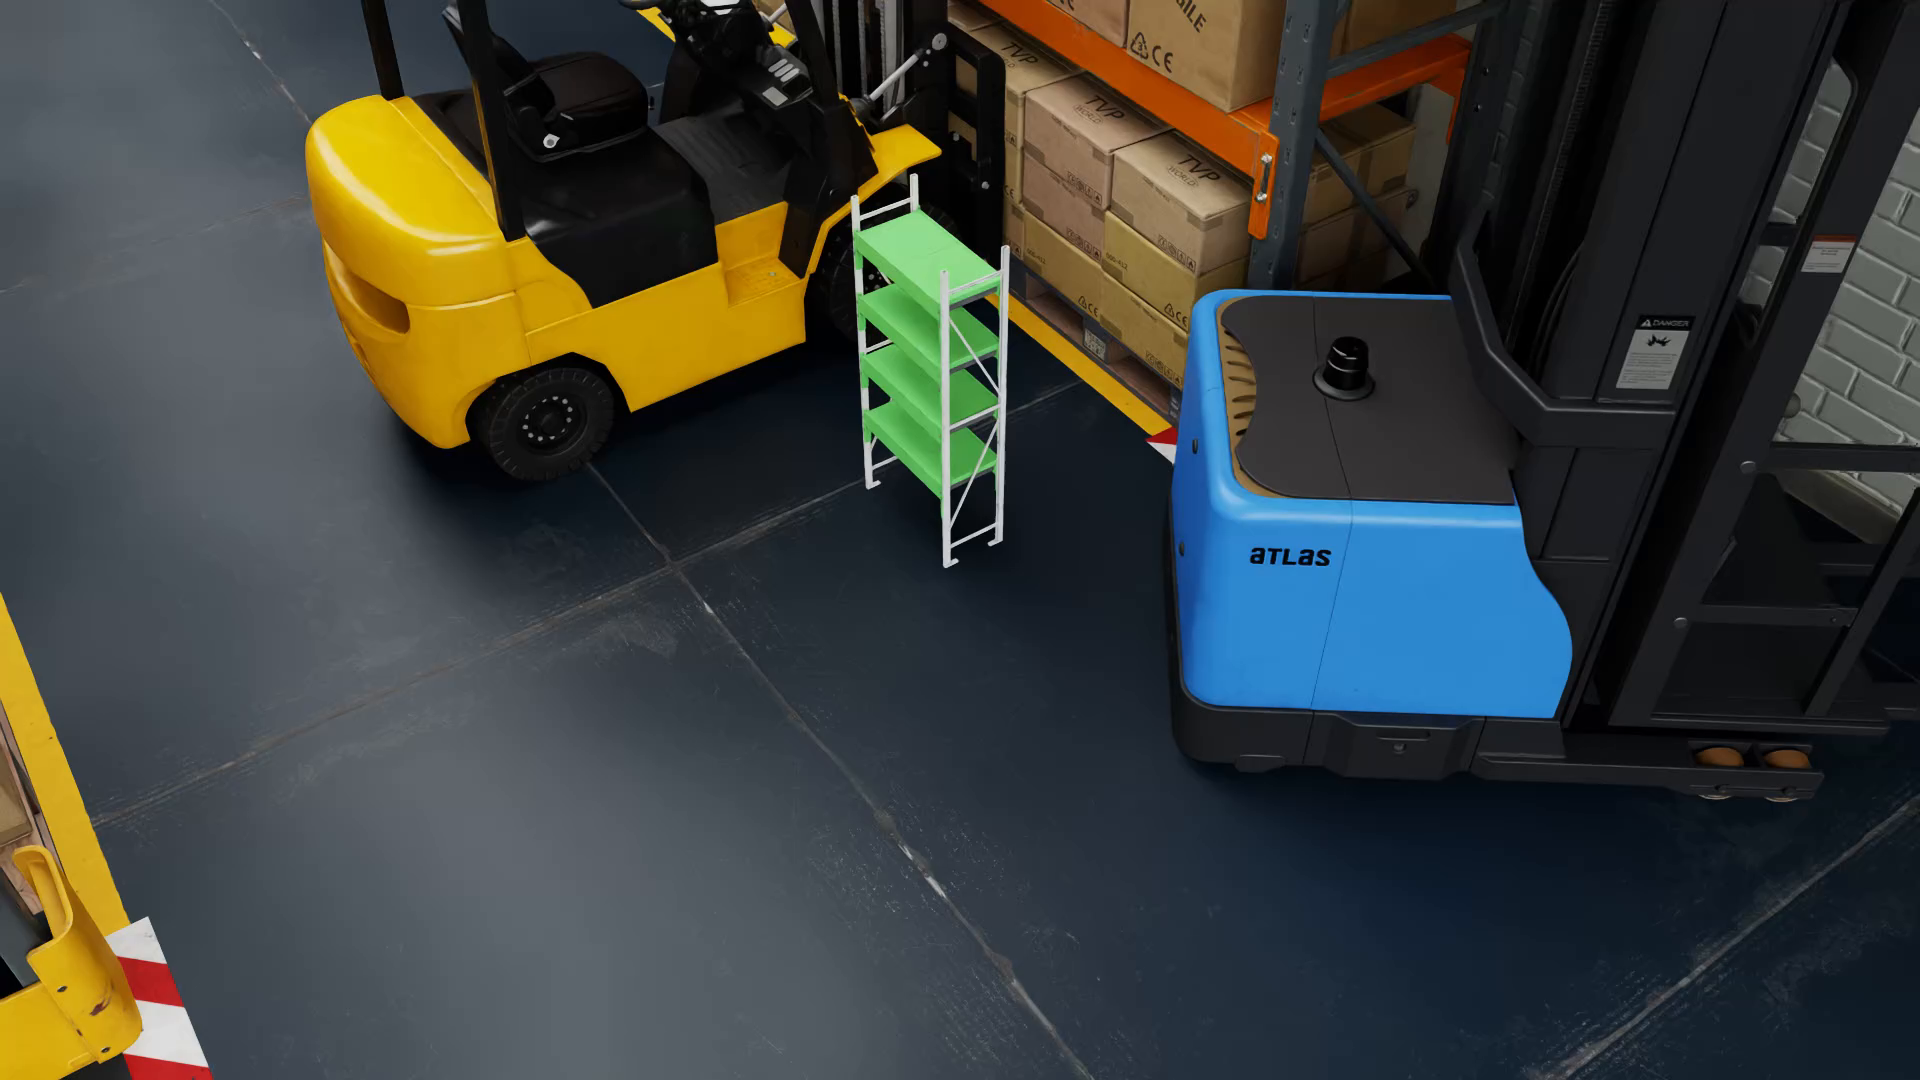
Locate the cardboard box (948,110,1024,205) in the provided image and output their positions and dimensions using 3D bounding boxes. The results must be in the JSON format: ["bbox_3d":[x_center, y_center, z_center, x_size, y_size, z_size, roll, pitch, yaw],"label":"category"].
[{"bbox_3d":[0.274,-1.622,6.602,0.500,0.250,0.500,-27,50,-25],"label":"cardboard box"}]

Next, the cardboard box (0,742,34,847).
[{"bbox_3d":[-2.905,0.680,4.552,0.500,0.250,0.500,-26,49,-25],"label":"cardboard box"}]

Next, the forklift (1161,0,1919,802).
[{"bbox_3d":[2.177,-0.662,4.321,3.031,2.935,1.130,2,44,2],"label":"forklift"}]

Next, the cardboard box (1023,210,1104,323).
[{"bbox_3d":[0.594,-1.143,6.462,0.500,0.250,0.500,-26,49,-24],"label":"cardboard box"}]

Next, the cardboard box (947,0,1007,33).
[{"bbox_3d":[0.002,-2.075,6.714,0.500,0.250,0.500,-27,50,-25],"label":"cardboard box"}]

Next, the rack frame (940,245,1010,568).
[{"bbox_3d":[0.045,-0.390,5.289,0.240,1.200,0.015,-26,49,-24],"label":"rack frame"}]

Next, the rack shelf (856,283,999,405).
[{"bbox_3d":[-0.095,-0.655,5.312,0.258,0.148,0.480,-26,49,-24],"label":"rack shelf"}]

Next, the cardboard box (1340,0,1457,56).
[{"bbox_3d":[1.343,-1.986,5.585,0.500,0.500,0.500,-24,49,-23],"label":"cardboard box"}]

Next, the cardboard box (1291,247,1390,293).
[{"bbox_3d":[1.279,-1.072,6.388,0.500,0.250,0.500,-26,49,-24],"label":"cardboard box"}]

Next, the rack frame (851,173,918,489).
[{"bbox_3d":[-0.234,-0.666,5.579,0.240,1.200,0.015,-26,49,-24],"label":"rack frame"}]

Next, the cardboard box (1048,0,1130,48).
[{"bbox_3d":[0.613,-2.068,5.671,0.500,0.500,0.500,-24,49,-23],"label":"cardboard box"}]

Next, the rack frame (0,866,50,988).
[{"bbox_3d":[-2.670,0.404,3.155,1.000,3.000,0.127,-26,49,-24],"label":"rack frame"}]

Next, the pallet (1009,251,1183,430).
[{"bbox_3d":[0.927,-0.967,6.610,1.003,0.211,1.213,-26,49,-24],"label":"pallet"}]

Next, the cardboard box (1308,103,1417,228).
[{"bbox_3d":[1.279,-1.425,6.034,0.500,0.250,0.500,-26,50,-25],"label":"cardboard box"}]

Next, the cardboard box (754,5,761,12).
[{"bbox_3d":[-0.884,-2.577,7.965,0.500,0.250,0.500,-25,49,-24],"label":"cardboard box"}]

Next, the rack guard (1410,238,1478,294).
[{"bbox_3d":[1.413,-0.641,6.060,1.175,0.500,0.348,-26,49,-24],"label":"rack guard"}]

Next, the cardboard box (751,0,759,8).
[{"bbox_3d":[-0.866,-2.767,7.801,0.500,0.250,0.500,-26,49,-25],"label":"cardboard box"}]

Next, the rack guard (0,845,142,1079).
[{"bbox_3d":[-2.713,1.265,4.063,1.175,0.500,0.348,-26,49,-24],"label":"rack guard"}]

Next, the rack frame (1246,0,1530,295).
[{"bbox_3d":[1.399,-1.559,5.211,1.000,3.000,0.127,-26,49,-24],"label":"rack frame"}]

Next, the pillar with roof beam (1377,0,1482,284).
[{"bbox_3d":[-1.791,-2.779,2.144,9.100,9.000,0.400,-26,49,-24],"label":"pillar with roof beam"}]

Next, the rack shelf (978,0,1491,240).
[{"bbox_3d":[0.255,-2.432,6.646,1.077,0.370,4.000,-26,49,-24],"label":"rack shelf"}]

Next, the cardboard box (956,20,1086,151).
[{"bbox_3d":[0.286,-1.785,6.410,0.500,0.250,0.500,-25,49,-24],"label":"cardboard box"}]

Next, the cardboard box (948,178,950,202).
[{"bbox_3d":[0.000,-1.715,7.062,0.500,0.250,0.500,-24,49,-23],"label":"cardboard box"}]

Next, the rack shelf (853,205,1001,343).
[{"bbox_3d":[-0.095,-0.829,5.147,0.258,0.148,0.480,-26,49,-24],"label":"rack shelf"}]

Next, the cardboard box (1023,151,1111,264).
[{"bbox_3d":[0.586,-1.338,6.304,0.500,0.250,0.500,-26,50,-25],"label":"cardboard box"}]

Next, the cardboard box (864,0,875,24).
[{"bbox_3d":[-0.292,-2.375,7.028,0.500,0.250,0.500,-24,49,-23],"label":"cardboard box"}]

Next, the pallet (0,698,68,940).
[{"bbox_3d":[-3.149,0.895,4.659,1.003,0.211,1.213,-26,49,-24],"label":"pallet"}]

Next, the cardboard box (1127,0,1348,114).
[{"bbox_3d":[0.902,-1.770,5.360,0.500,0.500,0.500,-27,50,-25],"label":"cardboard box"}]

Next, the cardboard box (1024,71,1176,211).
[{"bbox_3d":[0.583,-1.503,6.115,0.500,0.250,0.500,-25,49,-24],"label":"cardboard box"}]

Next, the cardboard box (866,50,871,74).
[{"bbox_3d":[-0.298,-2.193,7.200,0.500,0.250,0.500,-26,50,-25],"label":"cardboard box"}]

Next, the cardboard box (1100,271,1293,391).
[{"bbox_3d":[0.871,-0.858,6.163,0.500,0.250,0.500,-25,49,-24],"label":"cardboard box"}]

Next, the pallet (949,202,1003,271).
[{"bbox_3d":[0.233,-1.658,7.333,1.003,0.211,1.213,-26,49,-24],"label":"pallet"}]

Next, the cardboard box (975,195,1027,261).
[{"bbox_3d":[0.316,-1.430,6.763,0.500,0.250,0.500,-25,49,-24],"label":"cardboard box"}]

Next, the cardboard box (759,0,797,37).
[{"bbox_3d":[-0.576,-2.482,7.503,0.500,0.250,0.500,-26,49,-25],"label":"cardboard box"}]

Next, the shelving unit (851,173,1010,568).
[{"bbox_3d":[-0.095,-0.528,5.434,0.258,1.200,0.503,-26,49,-24],"label":"shelving unit"}]

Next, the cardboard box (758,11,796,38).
[{"bbox_3d":[-0.581,-2.296,7.670,0.500,0.250,0.500,-27,50,-25],"label":"cardboard box"}]

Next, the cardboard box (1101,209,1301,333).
[{"bbox_3d":[0.864,-1.050,6.002,0.500,0.250,0.500,-26,50,-25],"label":"cardboard box"}]

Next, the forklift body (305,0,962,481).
[{"bbox_3d":[-1.182,-1.606,5.874,2.313,2.155,1.214,-26,49,-24],"label":"forklift body"}]

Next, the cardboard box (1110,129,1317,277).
[{"bbox_3d":[0.880,-1.216,5.814,0.500,0.250,0.500,-24,49,-23],"label":"cardboard box"}]

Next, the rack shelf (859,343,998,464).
[{"bbox_3d":[-0.095,-0.482,5.478,0.258,0.148,0.480,-26,49,-24],"label":"rack shelf"}]

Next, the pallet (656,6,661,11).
[{"bbox_3d":[-1.343,-3.218,8.968,1.003,0.211,1.213,-26,49,-24],"label":"pallet"}]

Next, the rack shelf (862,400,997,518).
[{"bbox_3d":[-0.095,-0.308,5.644,0.258,0.148,0.480,-26,49,-24],"label":"rack shelf"}]

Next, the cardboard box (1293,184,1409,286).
[{"bbox_3d":[1.300,-1.246,6.208,0.500,0.250,0.500,-25,49,-24],"label":"cardboard box"}]
